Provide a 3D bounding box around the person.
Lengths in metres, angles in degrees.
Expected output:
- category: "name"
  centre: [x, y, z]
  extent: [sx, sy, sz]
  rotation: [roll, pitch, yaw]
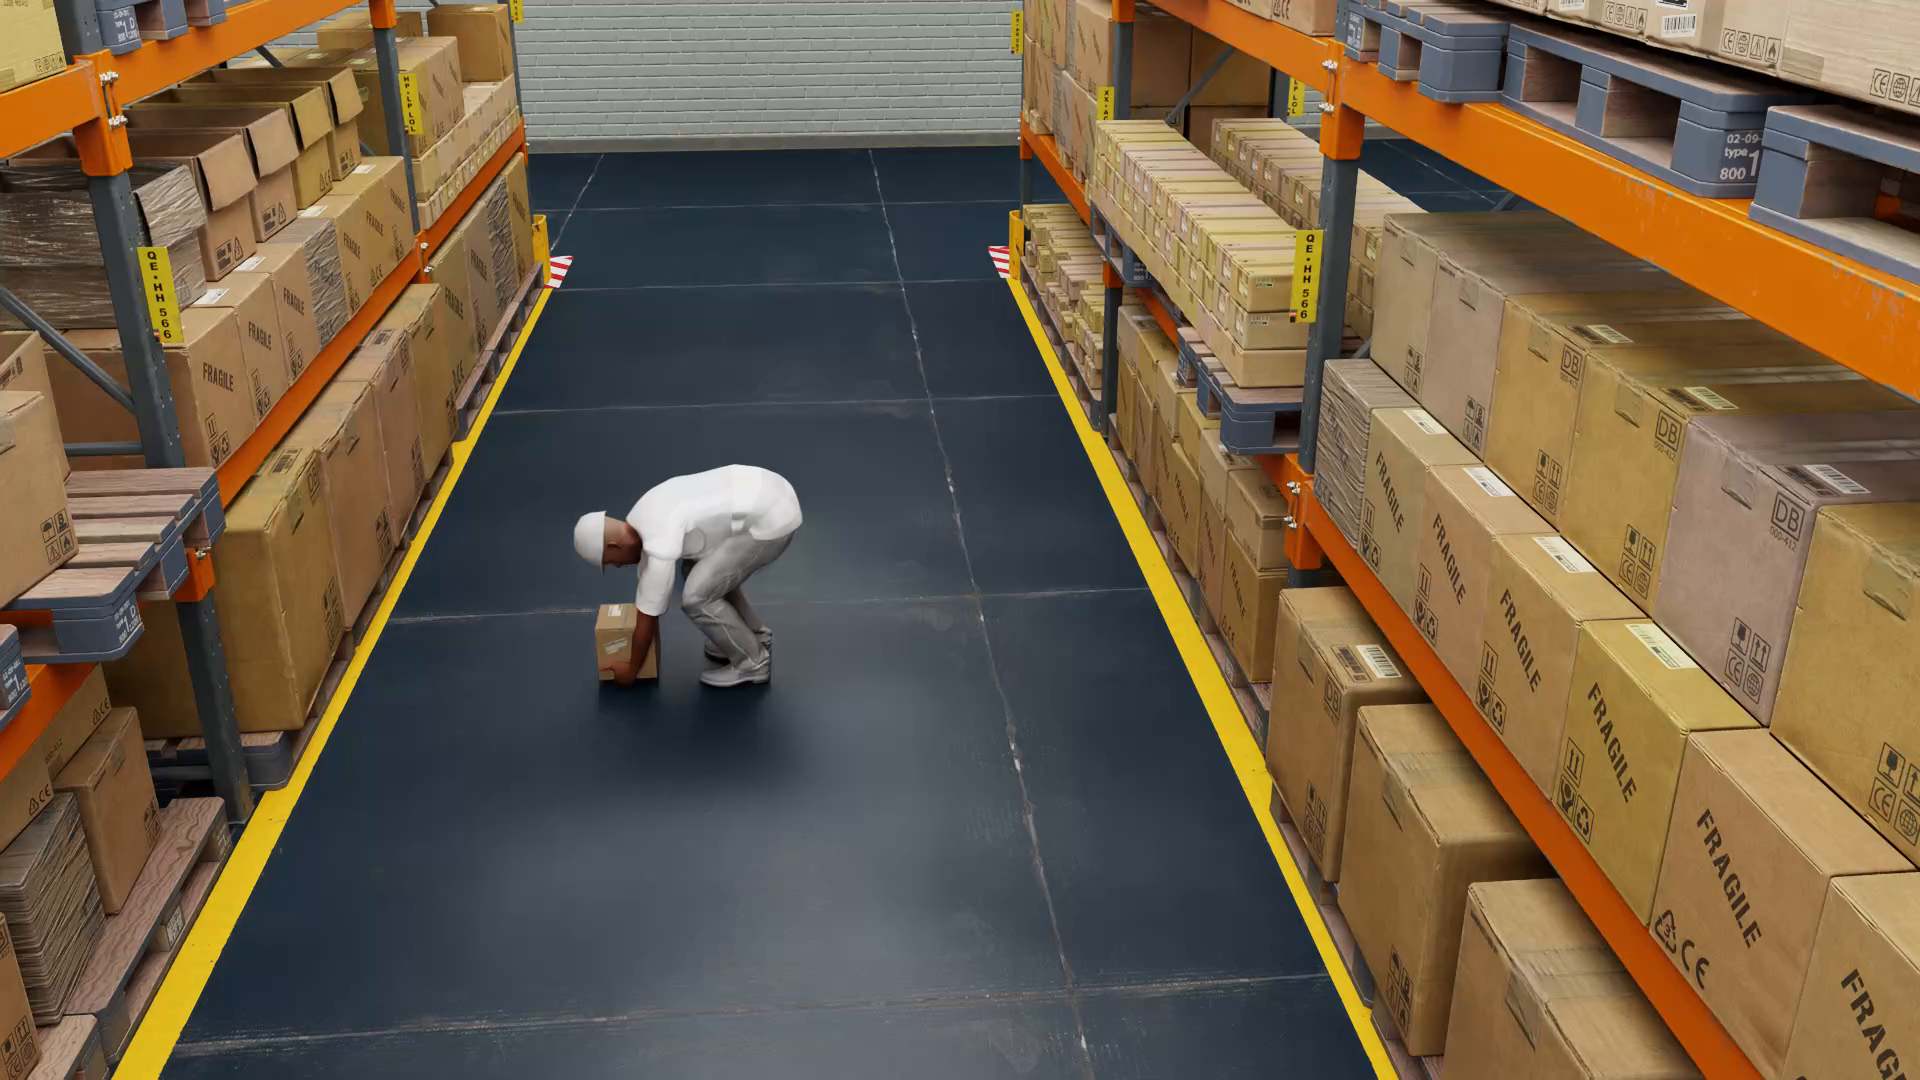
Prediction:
- category: "person"
  centre: [-1.168, 0.152, 7.252]
  extent: [0.974, 0.939, 0.505]
  rotation: [-3, 24, -8]
